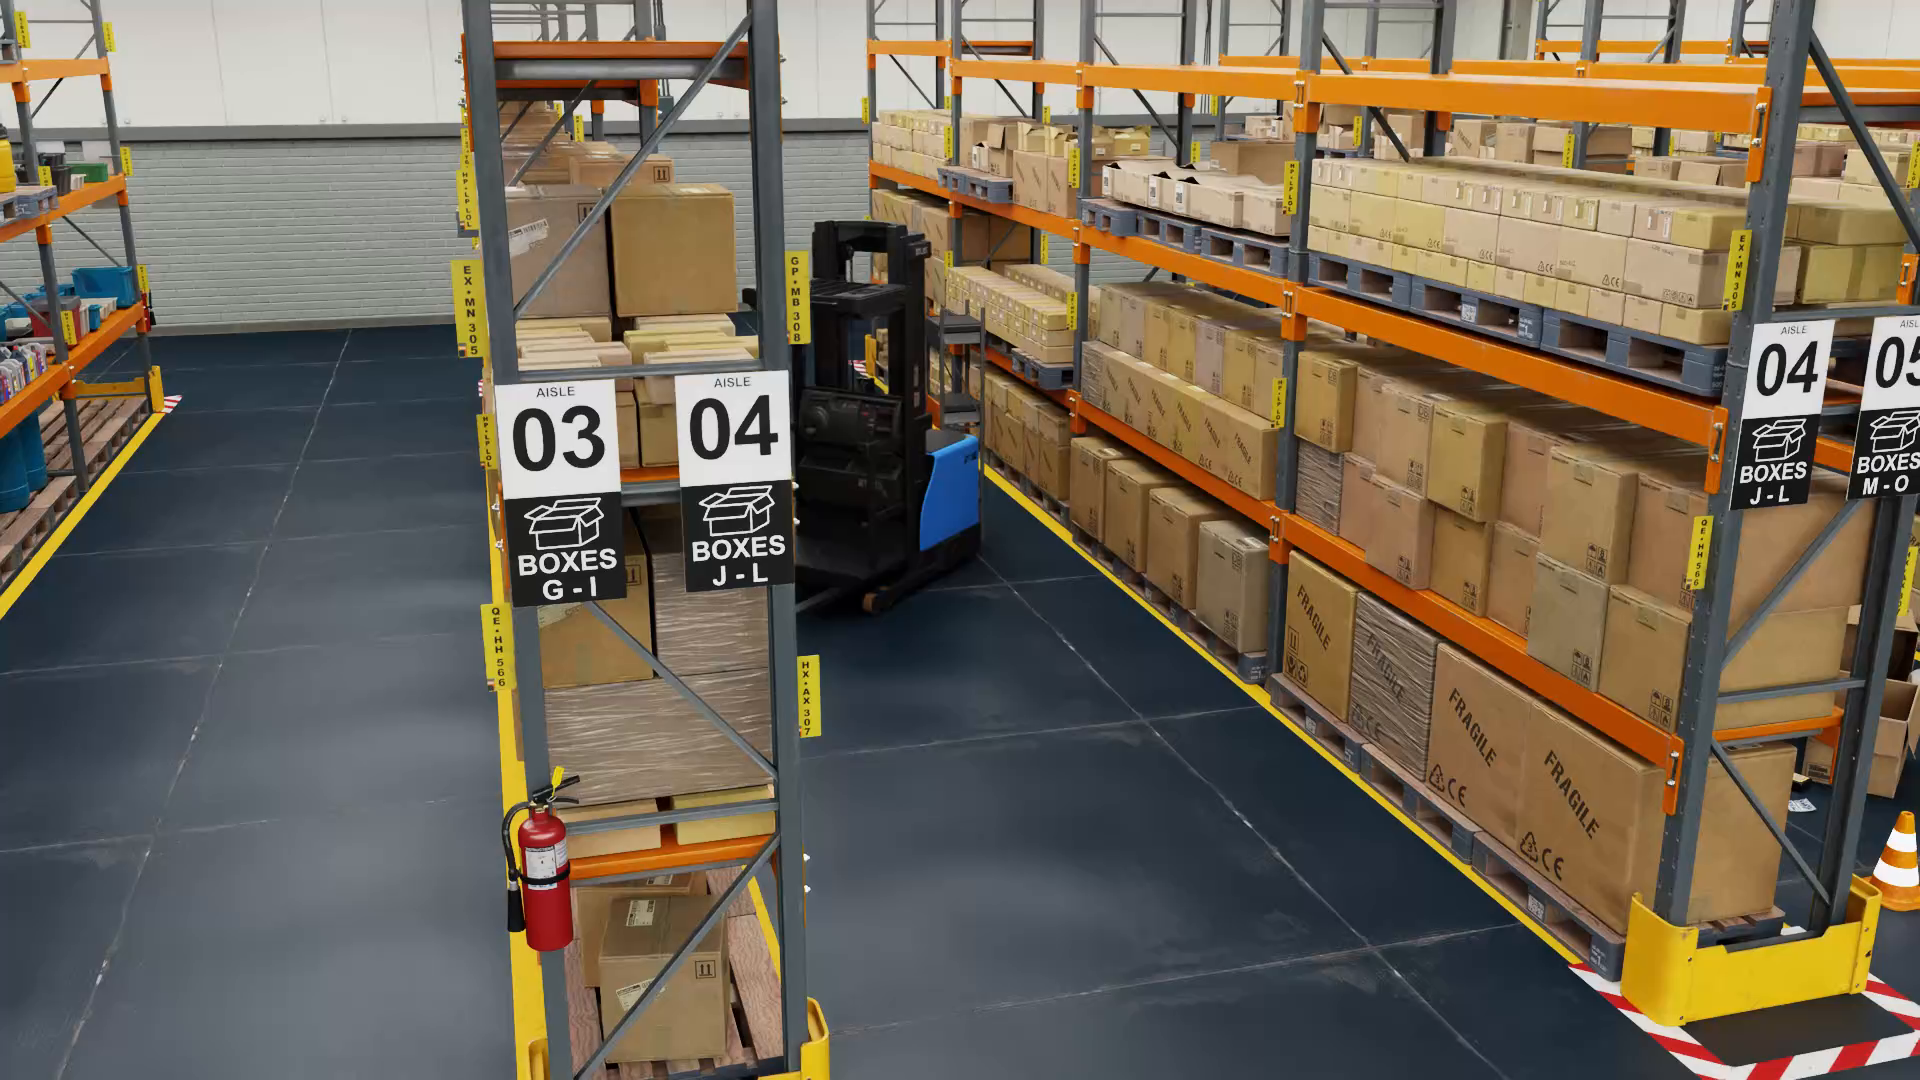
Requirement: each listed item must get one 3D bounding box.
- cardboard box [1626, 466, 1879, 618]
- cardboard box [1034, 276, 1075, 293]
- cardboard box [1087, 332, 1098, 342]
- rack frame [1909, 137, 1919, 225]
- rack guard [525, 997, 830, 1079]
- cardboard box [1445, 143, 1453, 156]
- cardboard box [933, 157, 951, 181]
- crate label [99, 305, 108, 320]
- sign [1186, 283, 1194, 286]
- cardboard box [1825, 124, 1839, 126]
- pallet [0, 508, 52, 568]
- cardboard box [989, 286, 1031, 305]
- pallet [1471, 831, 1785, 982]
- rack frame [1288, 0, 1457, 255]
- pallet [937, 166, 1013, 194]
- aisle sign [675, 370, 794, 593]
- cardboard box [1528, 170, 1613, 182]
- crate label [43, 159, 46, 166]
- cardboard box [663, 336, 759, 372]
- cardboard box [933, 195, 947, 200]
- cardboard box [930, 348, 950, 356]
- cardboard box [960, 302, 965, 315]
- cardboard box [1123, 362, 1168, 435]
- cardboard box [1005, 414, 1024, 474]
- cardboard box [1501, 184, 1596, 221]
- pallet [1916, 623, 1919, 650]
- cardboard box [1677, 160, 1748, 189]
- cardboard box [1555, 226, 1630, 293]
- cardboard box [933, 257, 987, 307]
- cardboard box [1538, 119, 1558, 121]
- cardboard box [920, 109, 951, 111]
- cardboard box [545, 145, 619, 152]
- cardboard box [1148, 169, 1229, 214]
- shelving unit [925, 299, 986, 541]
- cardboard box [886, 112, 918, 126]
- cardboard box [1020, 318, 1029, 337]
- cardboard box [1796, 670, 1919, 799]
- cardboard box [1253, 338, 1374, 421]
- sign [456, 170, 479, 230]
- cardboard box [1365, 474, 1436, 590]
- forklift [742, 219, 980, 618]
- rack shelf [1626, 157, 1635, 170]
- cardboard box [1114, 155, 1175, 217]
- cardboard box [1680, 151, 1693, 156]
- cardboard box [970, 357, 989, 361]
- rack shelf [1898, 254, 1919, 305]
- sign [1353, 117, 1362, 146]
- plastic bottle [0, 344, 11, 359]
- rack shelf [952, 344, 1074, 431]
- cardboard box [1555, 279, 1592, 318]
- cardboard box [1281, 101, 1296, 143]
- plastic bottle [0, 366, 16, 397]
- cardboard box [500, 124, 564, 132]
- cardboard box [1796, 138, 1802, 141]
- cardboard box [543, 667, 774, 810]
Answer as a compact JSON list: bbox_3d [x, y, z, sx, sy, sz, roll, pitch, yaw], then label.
[{"bbox_3d":[3.633,-0.010,7.635,0.875,0.550,0.550,-5,17,-15],"label":"cardboard box"},{"bbox_3d":[0.979,-2.618,17.127,0.380,0.149,0.250,-5,18,-17],"label":"cardboard box"},{"bbox_3d":[1.422,-1.898,15.763,0.380,0.149,0.250,-4,17,-12],"label":"cardboard box"},{"bbox_3d":[7.330,-3.715,11.676,1.000,3.000,0.127,-5,17,-15],"label":"rack frame"},{"bbox_3d":[-1.120,2.225,6.677,1.175,0.500,0.348,-5,17,-15],"label":"rack guard"},{"bbox_3d":[5.297,-4.095,17.659,0.396,0.266,0.258,-3,17,-11],"label":"cardboard box"},{"bbox_3d":[0.006,-4.114,18.481,0.500,0.250,0.500,-4,17,-14],"label":"cardboard box"},{"bbox_3d":[-9.694,-2.520,18.483,0.396,0.136,0.243,-5,17,-15],"label":"crate label"},{"bbox_3d":[2.032,-2.128,14.809,0.100,0.325,0.005,-5,17,-15],"label":"sign"},{"bbox_3d":[10.377,-4.796,19.507,0.380,0.149,0.250,-5,18,-17],"label":"cardboard box"},{"bbox_3d":[-8.648,0.011,14.548,1.003,0.211,1.213,-5,17,-15],"label":"pallet"},{"bbox_3d":[0.500,-2.423,16.479,0.380,0.149,0.250,-4,17,-14],"label":"cardboard box"},{"bbox_3d":[3.403,1.805,8.577,1.003,0.211,1.213,-5,17,-15],"label":"pallet"},{"bbox_3d":[2.599,-3.295,10.280,1.000,3.000,0.127,-5,17,-15],"label":"rack frame"},{"bbox_3d":[0.467,-3.802,17.509,1.213,0.211,1.003,-5,17,-15],"label":"pallet"},{"bbox_3d":[-0.793,-0.203,5.895,0.394,0.787,0.004,-5,17,-15],"label":"aisle sign"},{"bbox_3d":[3.352,-1.944,9.143,0.380,0.149,0.250,-5,17,-16],"label":"cardboard box"},{"bbox_3d":[-10.315,-4.070,18.333,0.408,0.251,0.502,-5,17,-15],"label":"crate label"},{"bbox_3d":[-0.930,-0.681,6.359,0.380,0.149,0.250,-4,17,-14],"label":"cardboard box"},{"bbox_3d":[-0.043,-4.020,20.693,0.500,0.500,0.500,-4,17,-12],"label":"cardboard box"},{"bbox_3d":[-0.340,-2.266,20.473,0.380,0.149,0.250,-5,17,-15],"label":"cardboard box"},{"bbox_3d":[0.213,-2.425,17.517,0.380,0.149,0.250,-5,17,-15],"label":"cardboard box"},{"bbox_3d":[1.644,-1.151,13.396,0.500,0.500,0.500,-5,17,-15],"label":"cardboard box"},{"bbox_3d":[0.767,-0.983,16.625,0.500,0.500,0.500,-6,18,-18],"label":"cardboard box"},{"bbox_3d":[2.930,-1.681,8.267,0.380,0.149,0.250,-5,17,-16],"label":"cardboard box"},{"bbox_3d":[7.549,0.677,12.331,1.003,0.211,1.213,-5,17,-15],"label":"pallet"},{"bbox_3d":[6.678,-3.014,14.379,0.797,0.503,0.637,-5,17,-15],"label":"cardboard box"},{"bbox_3d":[3.158,-1.324,7.770,0.500,0.250,0.500,-5,17,-15],"label":"cardboard box"},{"bbox_3d":[-0.004,-2.937,18.824,0.500,0.500,0.500,-5,17,-15],"label":"cardboard box"},{"bbox_3d":[8.685,-6.158,23.900,0.500,0.250,0.500,-5,17,-16],"label":"cardboard box"},{"bbox_3d":[-0.325,-5.468,21.425,0.380,0.149,0.250,-5,17,-16],"label":"cardboard box"},{"bbox_3d":[-2.774,-2.635,12.254,0.500,0.500,0.500,-5,17,-15],"label":"cardboard box"},{"bbox_3d":[1.766,-2.673,12.674,0.500,0.311,0.500,-5,17,-16],"label":"cardboard box"},{"bbox_3d":[-0.045,-1.051,14.802,0.431,2.100,0.503,-5,17,-15],"label":"shelving unit"},{"bbox_3d":[-0.706,-5.209,20.563,0.380,0.149,0.250,-4,17,-14],"label":"cardboard box"},{"bbox_3d":[0.776,-1.999,15.582,0.380,0.149,0.250,-4,17,-14],"label":"cardboard box"},{"bbox_3d":[5.513,1.175,10.166,0.637,0.503,0.797,11,20,32],"label":"cardboard box"},{"bbox_3d":[2.457,-1.086,11.441,0.700,0.500,0.500,-5,17,-16],"label":"cardboard box"},{"bbox_3d":[-2.731,-1.886,9.219,0.100,0.325,0.005,-5,17,-15],"label":"sign"},{"bbox_3d":[2.920,-0.084,9.756,0.875,0.550,0.550,-5,17,-15],"label":"cardboard box"},{"bbox_3d":[-0.983,-0.972,13.093,1.130,2.935,3.031,9,19,28],"label":"forklift"},{"bbox_3d":[9.354,-5.093,22.729,1.077,0.370,4.000,-5,17,-15],"label":"rack shelf"},{"bbox_3d":[1.598,-3.192,14.977,0.500,0.500,0.500,-5,17,-15],"label":"cardboard box"},{"bbox_3d":[9.456,-4.908,21.300,0.380,0.149,0.250,-5,17,-15],"label":"cardboard box"},{"bbox_3d":[0.276,-2.085,19.869,0.380,0.149,0.250,-5,17,-17],"label":"cardboard box"},{"bbox_3d":[7.880,-1.380,10.369,1.077,0.370,4.000,-5,17,-15],"label":"rack shelf"},{"bbox_3d":[4.599,-4.732,19.241,0.100,0.325,0.005,-5,17,-15],"label":"sign"},{"bbox_3d":[-8.730,-1.616,15.203,0.144,0.351,0.185,-5,17,-15],"label":"plastic bottle"},{"bbox_3d":[0.950,-1.737,16.772,1.077,0.370,4.000,-5,17,-15],"label":"rack shelf"},{"bbox_3d":[3.072,-1.157,7.908,0.380,0.149,0.250,-5,17,-15],"label":"cardboard box"},{"bbox_3d":[4.442,-5.325,21.173,0.500,0.500,0.500,-4,17,-14],"label":"cardboard box"},{"bbox_3d":[-8.400,-1.394,14.596,0.152,0.276,0.135,-5,17,-15],"label":"plastic bottle"},{"bbox_3d":[-4.228,-3.797,16.260,0.700,0.500,0.500,-4,17,-14],"label":"cardboard box"},{"bbox_3d":[9.886,-4.617,19.426,0.380,0.149,0.250,-5,17,-16],"label":"cardboard box"},{"bbox_3d":[-1.223,0.704,6.704,0.875,0.500,0.500,-5,17,-15],"label":"cardboard box"}]
